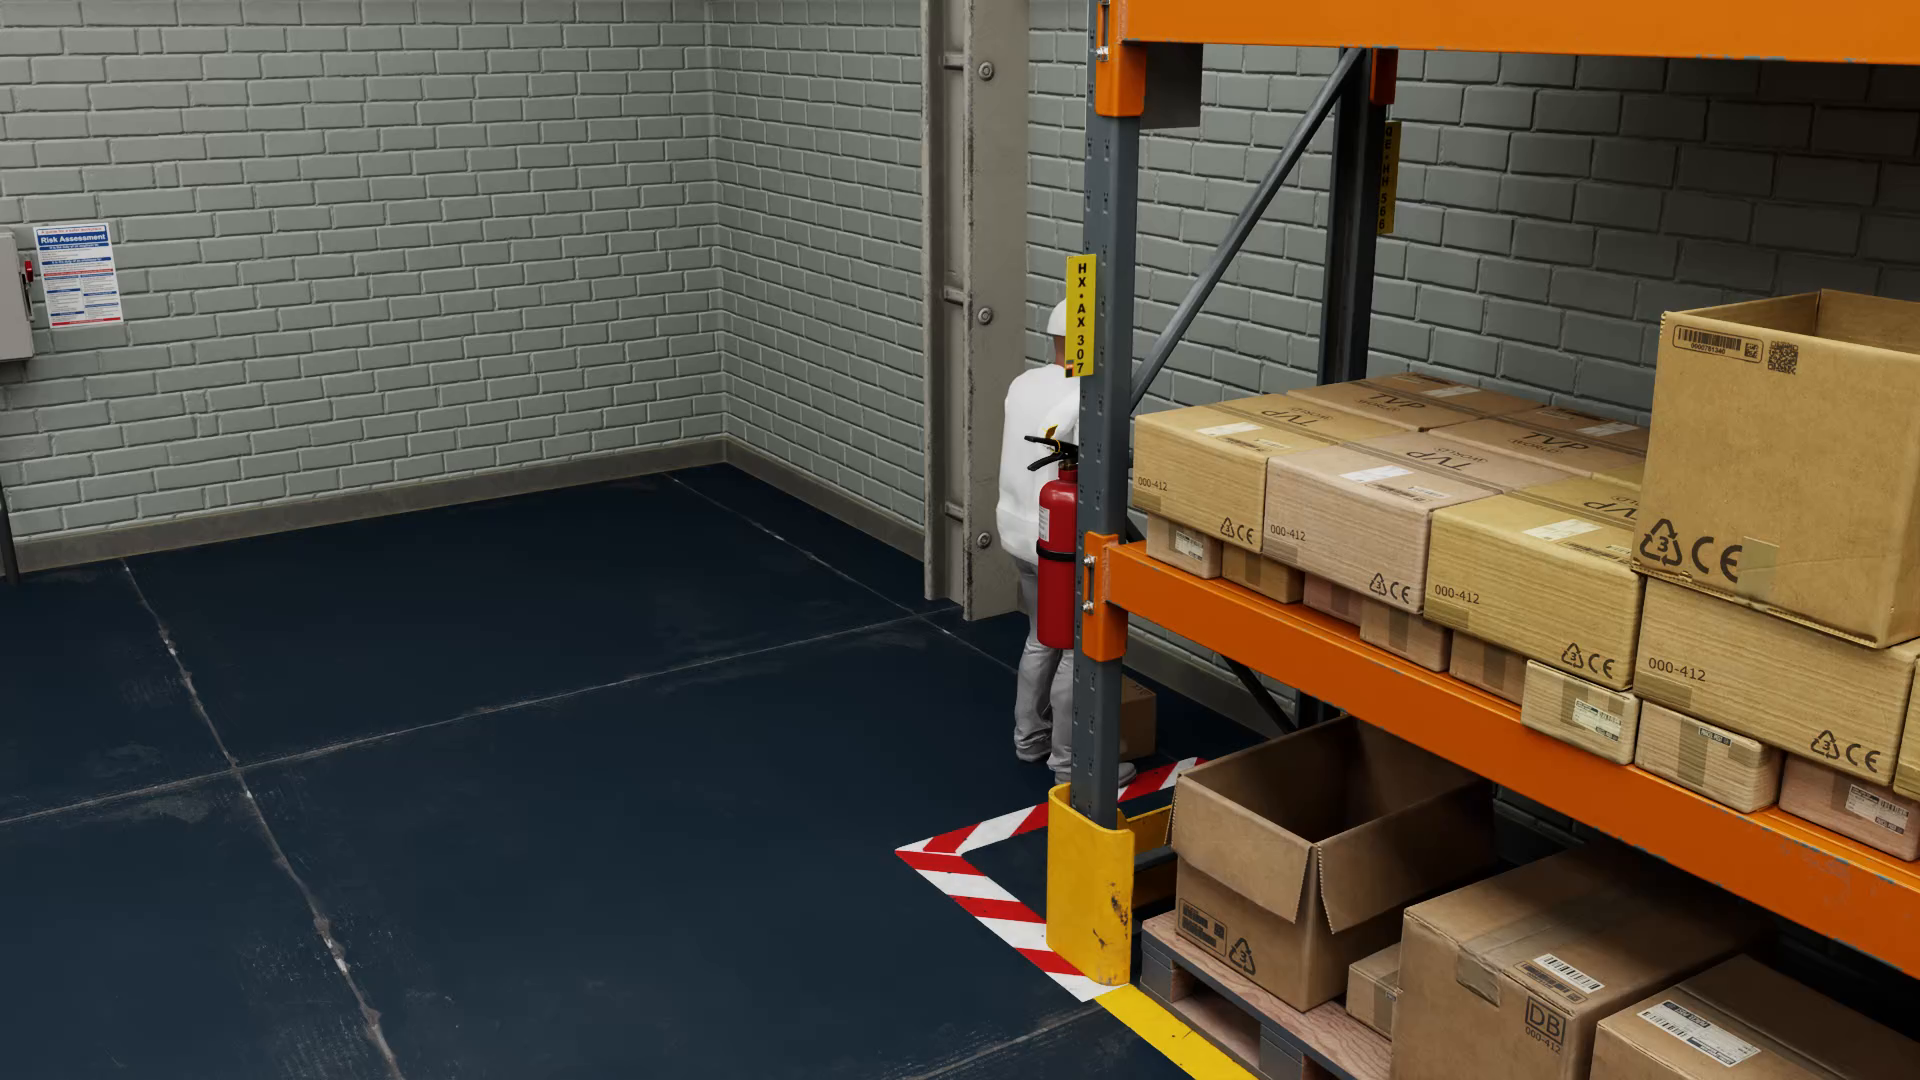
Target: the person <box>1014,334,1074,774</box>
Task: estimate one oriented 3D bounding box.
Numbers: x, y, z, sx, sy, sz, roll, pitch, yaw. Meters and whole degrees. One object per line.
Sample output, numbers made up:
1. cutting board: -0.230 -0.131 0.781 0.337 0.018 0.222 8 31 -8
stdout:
1. person: 0.385 -0.009 6.014 0.354 1.662 0.637 -9 20 -27
